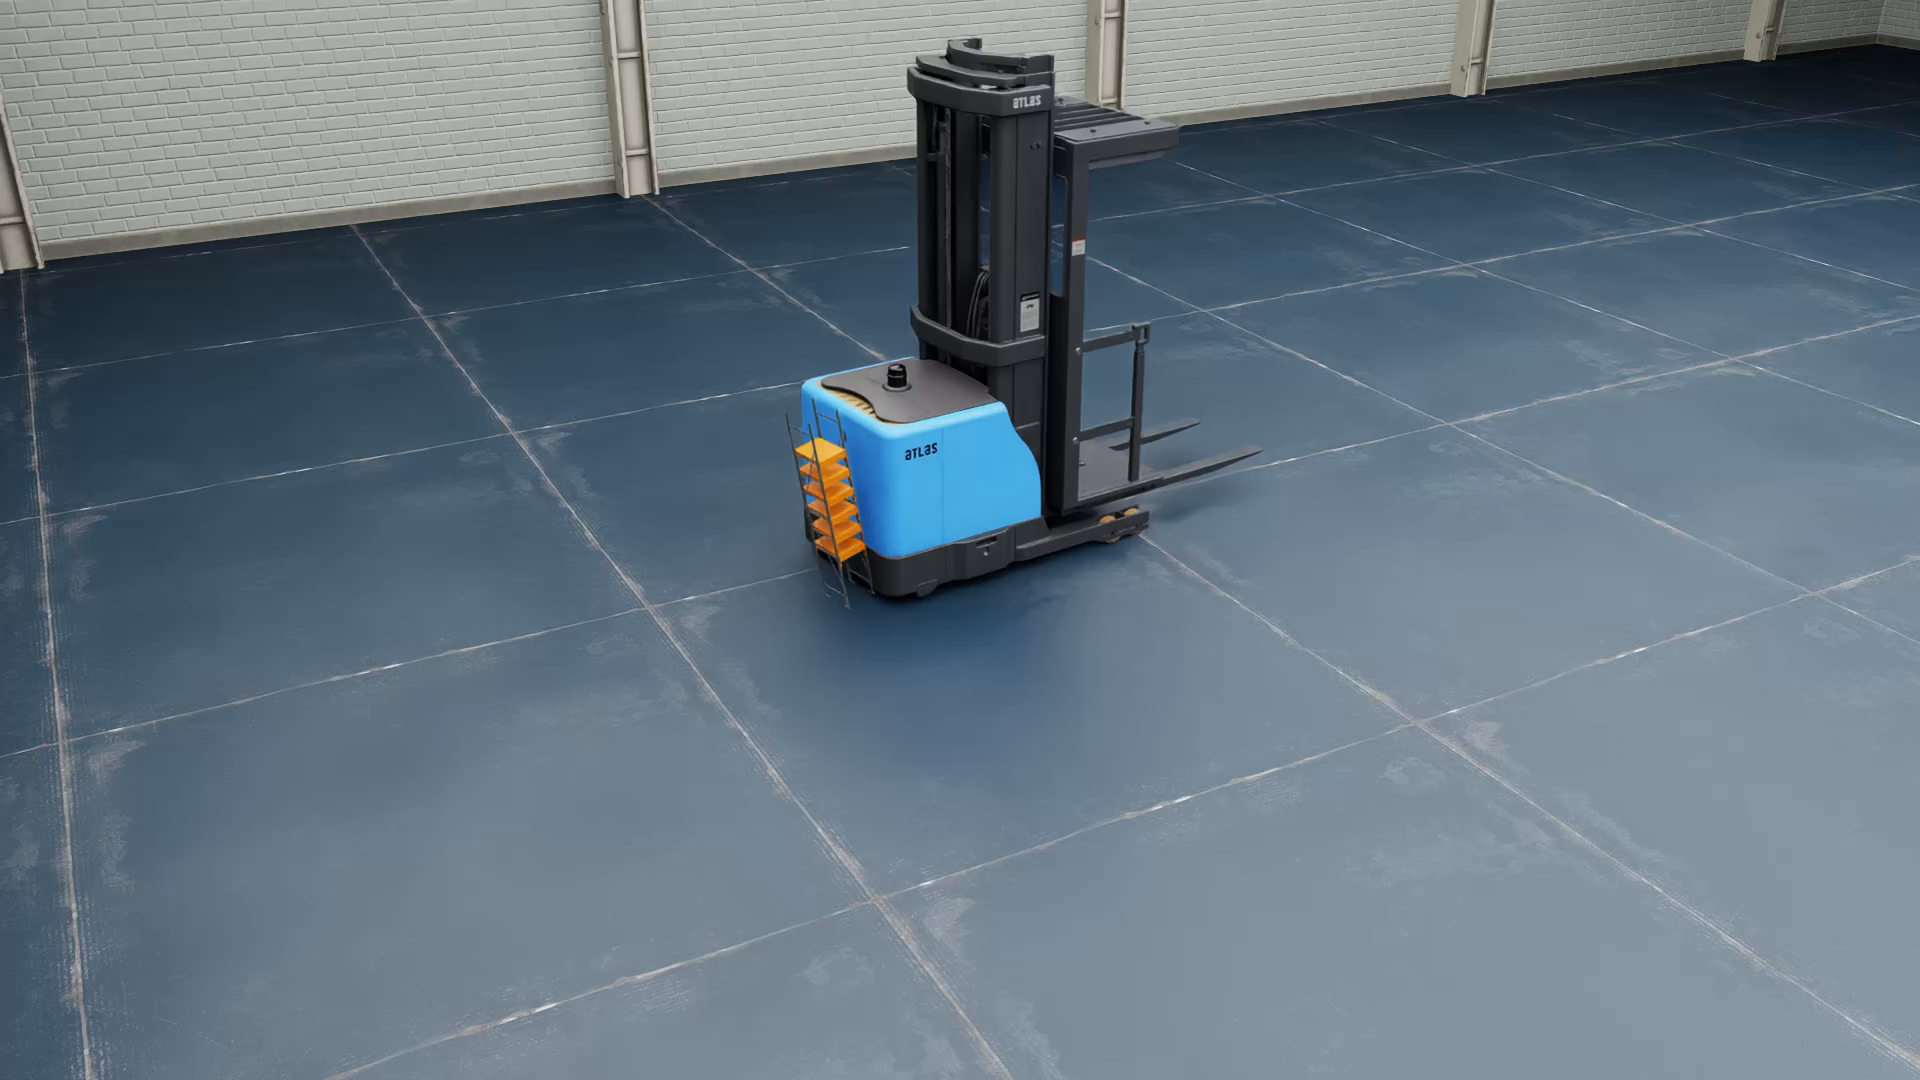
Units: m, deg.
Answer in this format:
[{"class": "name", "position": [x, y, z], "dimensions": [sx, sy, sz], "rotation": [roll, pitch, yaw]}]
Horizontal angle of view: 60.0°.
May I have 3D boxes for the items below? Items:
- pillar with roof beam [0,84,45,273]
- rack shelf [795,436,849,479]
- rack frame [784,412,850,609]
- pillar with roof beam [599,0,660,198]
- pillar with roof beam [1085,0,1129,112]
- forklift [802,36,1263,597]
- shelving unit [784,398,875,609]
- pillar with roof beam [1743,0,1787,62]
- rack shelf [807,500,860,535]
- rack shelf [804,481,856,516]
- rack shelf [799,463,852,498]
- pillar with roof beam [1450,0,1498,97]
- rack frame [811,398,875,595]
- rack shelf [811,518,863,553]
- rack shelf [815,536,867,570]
[{"class": "pillar with roof beam", "position": [-6.781, -4.974, 10.213], "dimensions": [0.400, 9.000, 9.100], "rotation": [-13, 29, -25]}, {"class": "rack shelf", "position": [-0.760, -0.453, 9.072], "dimensions": [0.180, 0.103, 0.258], "rotation": [-30, 38, -30]}, {"class": "rack frame", "position": [-0.786, -0.149, 9.194], "dimensions": [0.006, 1.200, 0.240], "rotation": [-30, 38, -30]}, {"class": "pillar with roof beam", "position": [-1.487, -6.196, 12.758], "dimensions": [0.400, 9.000, 9.100], "rotation": [-13, 29, -25]}, {"class": "pillar with roof beam", "position": [3.807, -7.418, 15.303], "dimensions": [0.400, 9.000, 9.100], "rotation": [-13, 29, -25]}, {"class": "forklift", "position": [0.566, -1.474, 9.934], "dimensions": [3.031, 2.935, 1.130], "rotation": [-16, 30, -30]}, {"class": "shelving unit", "position": [-0.717, -0.189, 9.239], "dimensions": [0.189, 1.200, 0.258], "rotation": [-30, 38, -30]}, {"class": "pillar with roof beam", "position": [14.396, -9.862, 20.393], "dimensions": [0.400, 9.000, 9.100], "rotation": [-13, 29, -25]}, {"class": "rack shelf", "position": [-0.711, -0.152, 9.263], "dimensions": [0.180, 0.103, 0.258], "rotation": [-30, 38, -30]}, {"class": "rack shelf", "position": [-0.727, -0.253, 9.199], "dimensions": [0.180, 0.103, 0.258], "rotation": [-30, 38, -30]}, {"class": "rack shelf", "position": [-0.744, -0.353, 9.136], "dimensions": [0.180, 0.103, 0.258], "rotation": [-30, 38, -30]}, {"class": "pillar with roof beam", "position": [9.101, -8.640, 17.848], "dimensions": [0.400, 9.000, 9.100], "rotation": [-13, 29, -25]}, {"class": "rack frame", "position": [-0.648, -0.229, 9.285], "dimensions": [0.006, 1.200, 0.240], "rotation": [-30, 38, -30]}, {"class": "rack shelf", "position": [-0.695, -0.052, 9.327], "dimensions": [0.180, 0.103, 0.258], "rotation": [-30, 38, -30]}, {"class": "rack shelf", "position": [-0.678, 0.049, 9.390], "dimensions": [0.180, 0.103, 0.258], "rotation": [-30, 38, -30]}]
